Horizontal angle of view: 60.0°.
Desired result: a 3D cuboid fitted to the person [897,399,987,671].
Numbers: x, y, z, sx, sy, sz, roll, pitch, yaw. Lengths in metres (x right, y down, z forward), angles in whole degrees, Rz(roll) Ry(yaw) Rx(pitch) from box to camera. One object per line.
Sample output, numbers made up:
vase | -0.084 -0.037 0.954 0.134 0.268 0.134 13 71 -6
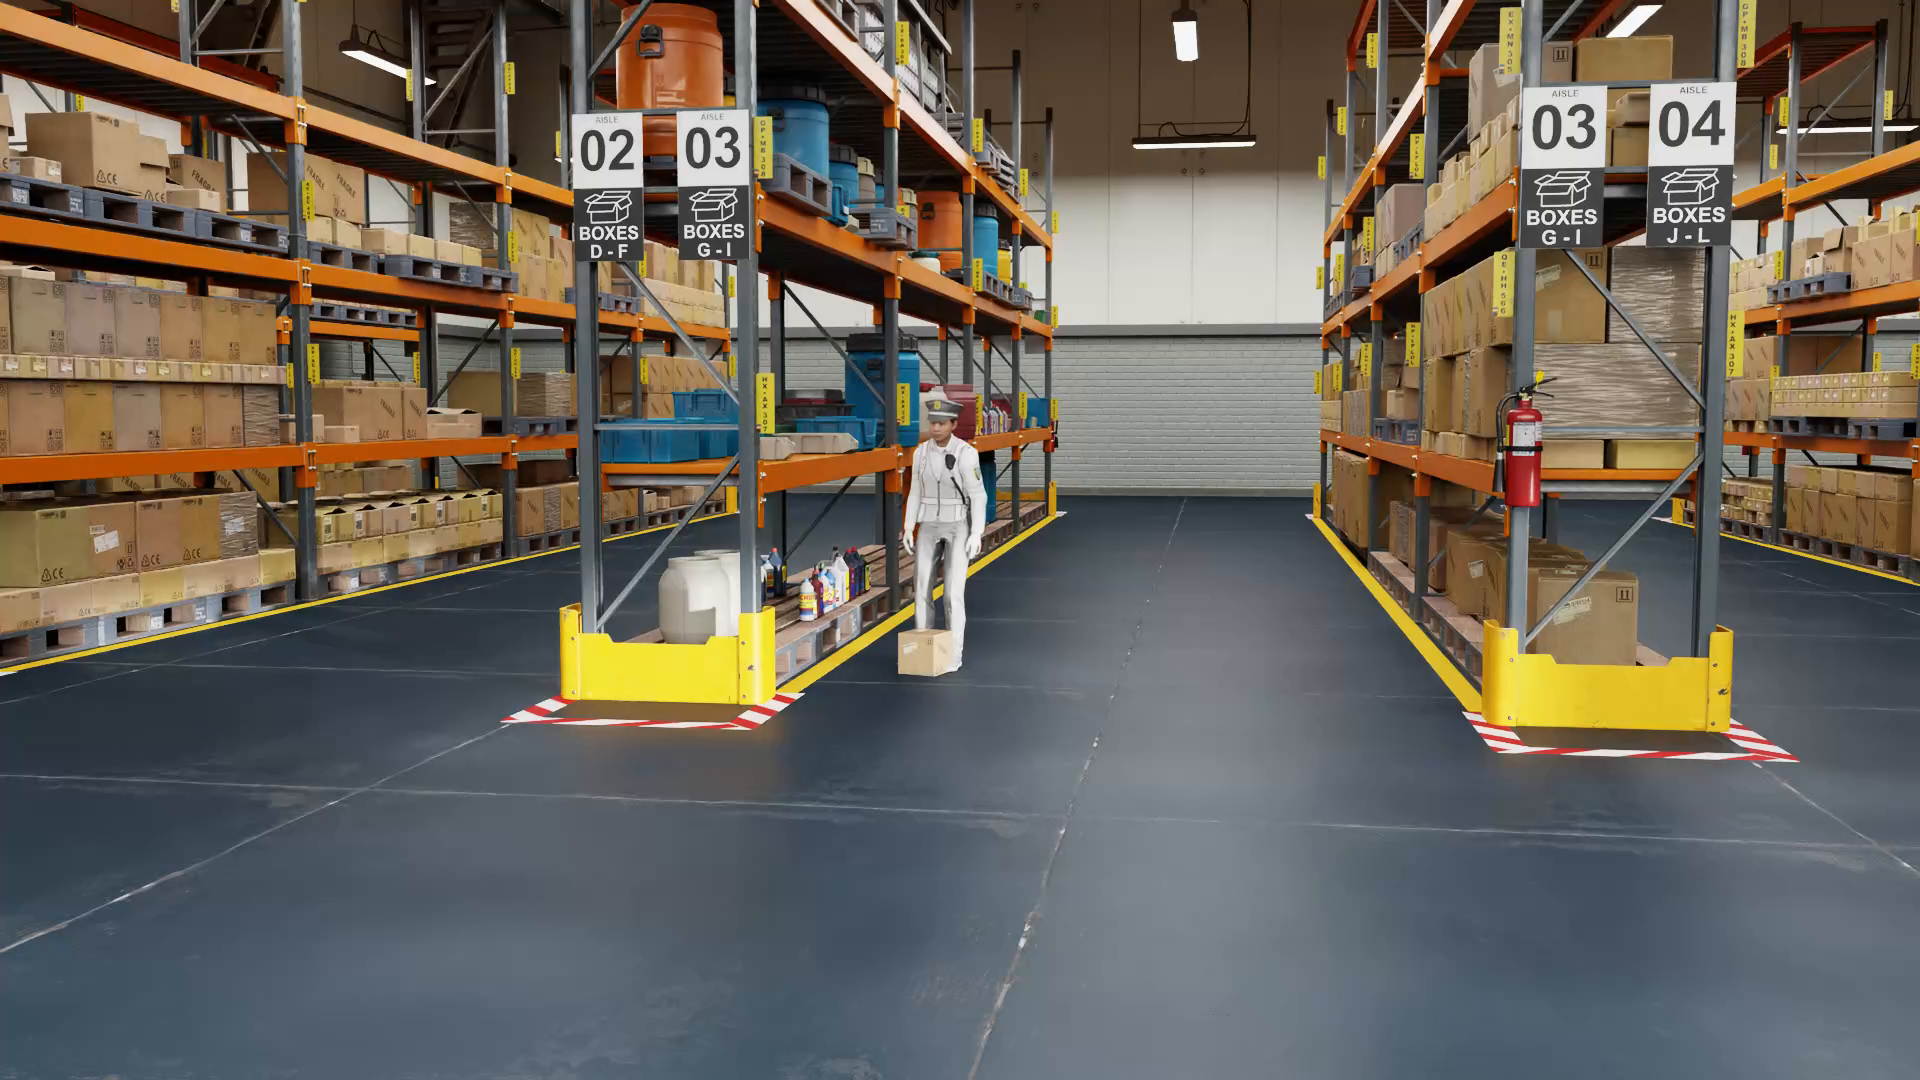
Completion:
person | -0.107 -0.036 10.302 0.547 1.667 0.408 2 5 25
